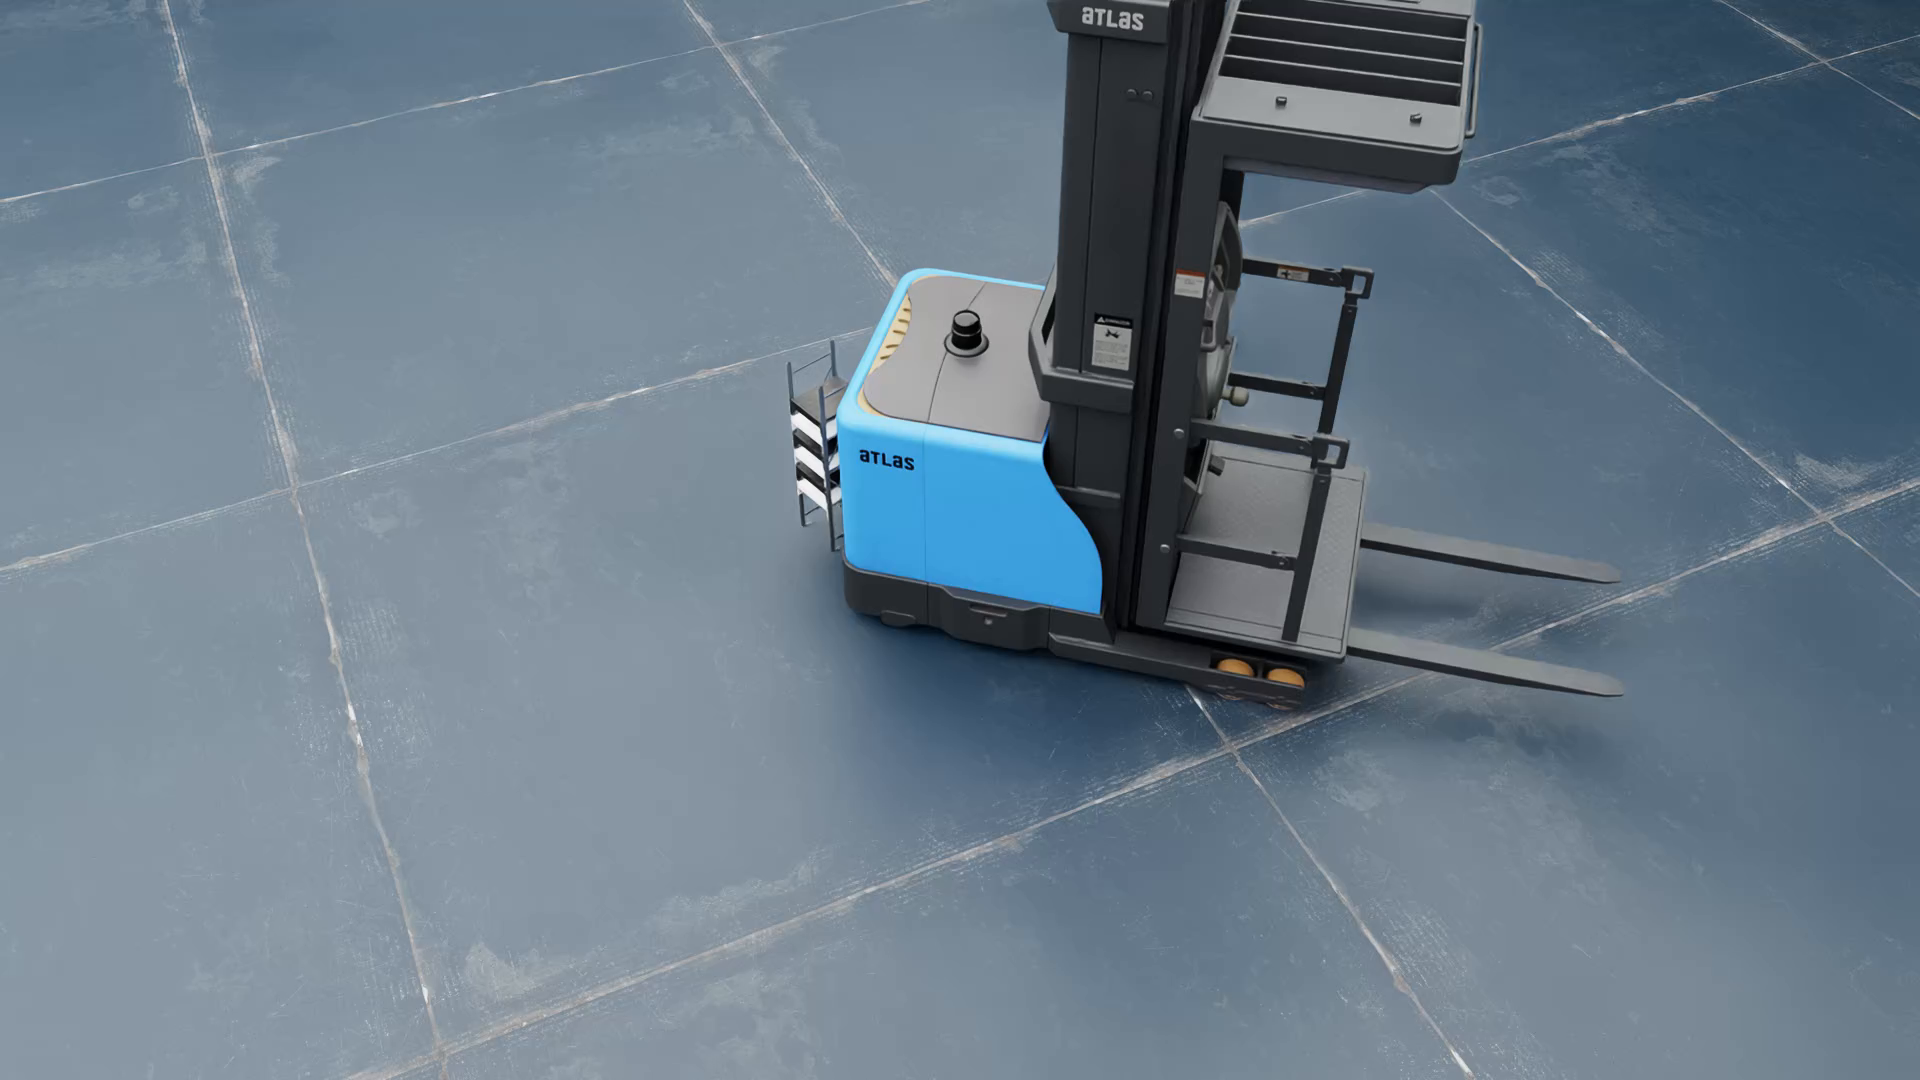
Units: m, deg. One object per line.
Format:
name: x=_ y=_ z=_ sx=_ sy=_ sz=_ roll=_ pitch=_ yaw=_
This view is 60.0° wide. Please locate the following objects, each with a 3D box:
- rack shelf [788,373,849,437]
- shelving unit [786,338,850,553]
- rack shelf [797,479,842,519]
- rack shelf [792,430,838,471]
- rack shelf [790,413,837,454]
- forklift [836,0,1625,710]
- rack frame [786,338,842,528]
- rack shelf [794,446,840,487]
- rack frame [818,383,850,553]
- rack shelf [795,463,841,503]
rack shelf: x=-0.526 y=-0.544 z=6.693 sx=0.258 sy=0.077 sz=0.200 roll=-32 pitch=53 yaw=-28
shelving unit: x=-0.526 y=-0.376 z=6.859 sx=0.258 sy=0.900 sz=0.210 roll=-32 pitch=53 yaw=-28
rack shelf: x=-0.526 y=-0.224 z=7.009 sx=0.258 sy=0.077 sz=0.200 roll=-32 pitch=53 yaw=-28
rack shelf: x=-0.526 y=-0.416 z=6.819 sx=0.258 sy=0.077 sz=0.200 roll=-32 pitch=53 yaw=-28
rack shelf: x=-0.526 y=-0.480 z=6.756 sx=0.258 sy=0.077 sz=0.200 roll=-32 pitch=53 yaw=-28
forklift: x=1.104 y=-0.802 z=5.845 sx=3.031 sy=2.935 sz=1.130 roll=10 pitch=46 yaw=10
rack frame: x=-0.594 y=-0.429 z=6.913 sx=0.240 sy=0.900 sz=0.006 roll=-32 pitch=53 yaw=-28
rack shelf: x=-0.526 y=-0.352 z=6.883 sx=0.258 sy=0.077 sz=0.200 roll=-32 pitch=53 yaw=-28
rack frame: x=-0.458 y=-0.323 z=6.805 sx=0.240 sy=0.900 sz=0.006 roll=-32 pitch=53 yaw=-28
rack shelf: x=-0.526 y=-0.288 z=6.946 sx=0.258 sy=0.077 sz=0.200 roll=-32 pitch=53 yaw=-28
